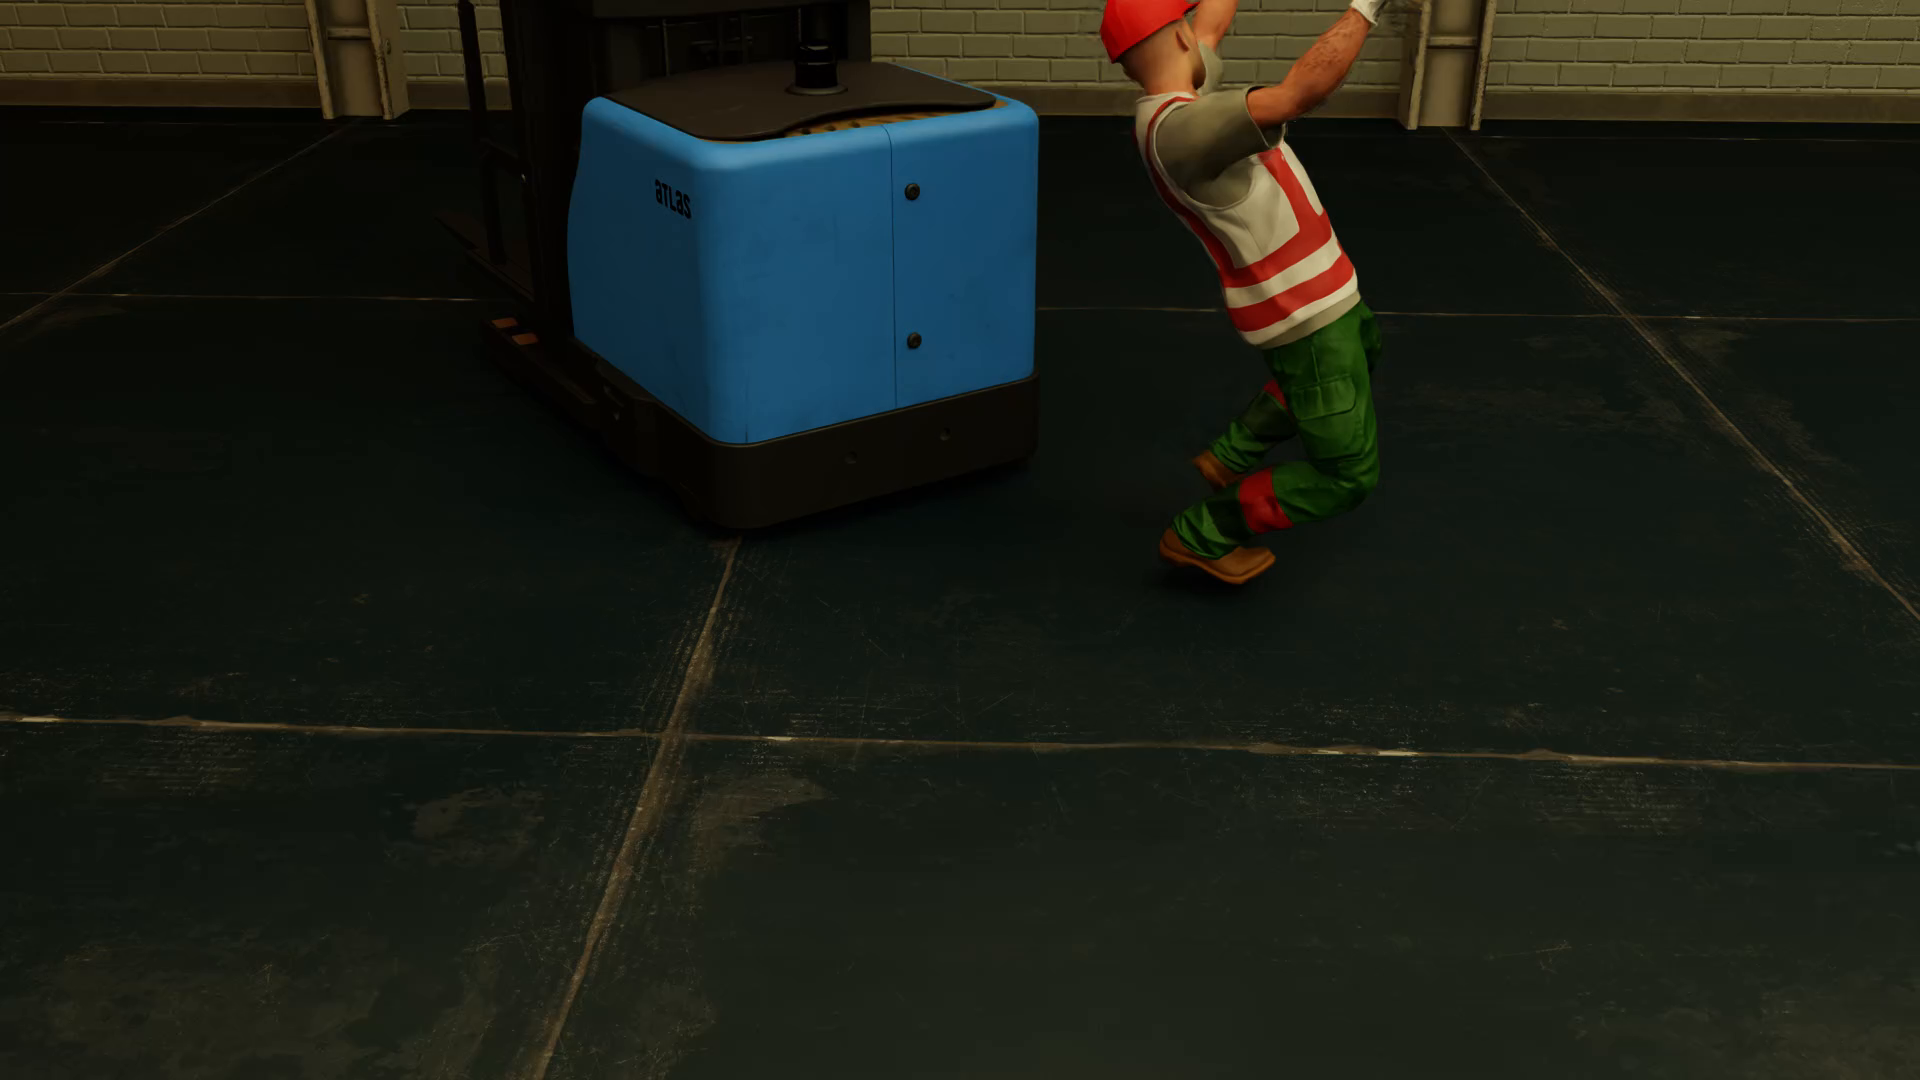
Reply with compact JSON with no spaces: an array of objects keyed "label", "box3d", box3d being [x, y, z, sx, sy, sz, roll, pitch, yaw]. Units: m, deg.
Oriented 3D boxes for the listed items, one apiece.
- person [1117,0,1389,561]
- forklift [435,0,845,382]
[{"label":"person","box3d":[0.723,-0.739,4.059,0.748,1.546,0.986,2,26,3]},{"label":"forklift","box3d":[-0.993,-1.948,5.157,1.121,2.935,3.031,-16,31,-29]}]
